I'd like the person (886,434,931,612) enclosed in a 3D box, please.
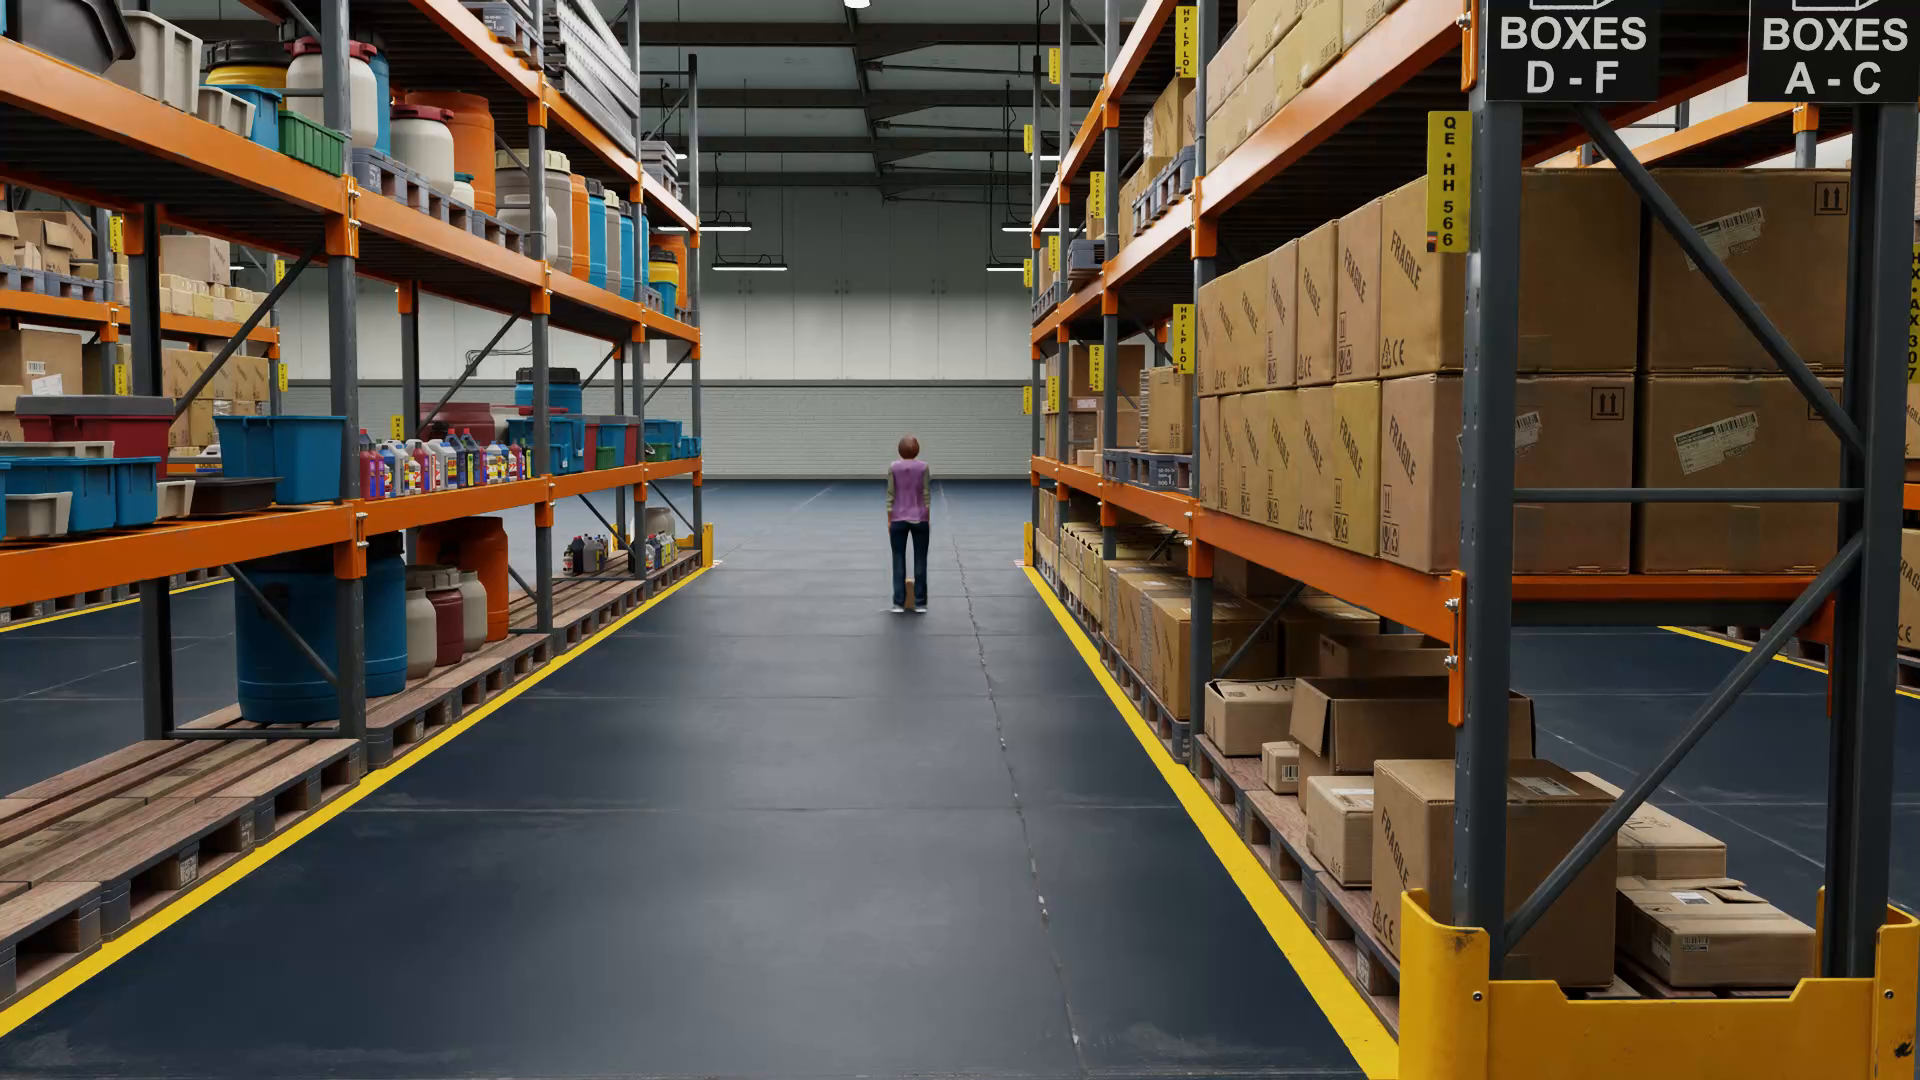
[{"bbox_3d":[-0.461,-0.143,14.816,0.405,1.600,0.300,0,4,0],"label":"person"}]
